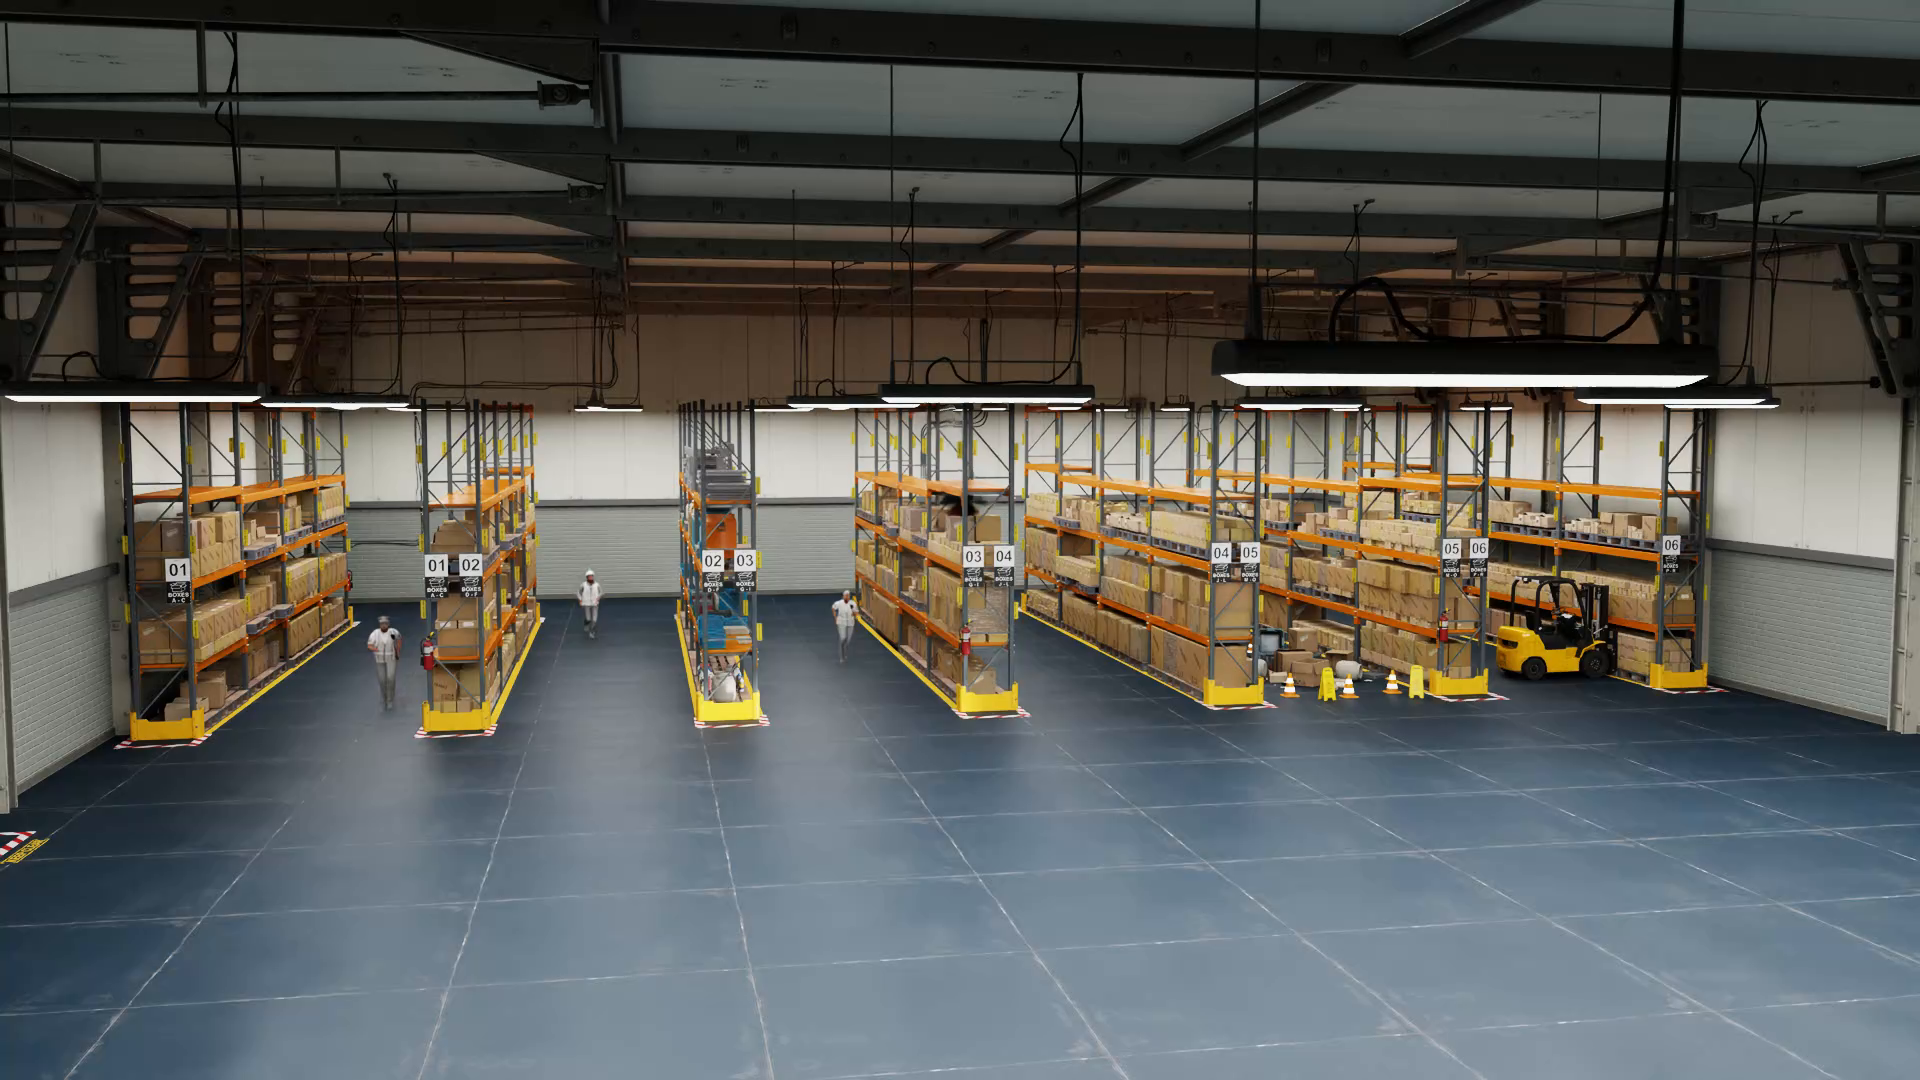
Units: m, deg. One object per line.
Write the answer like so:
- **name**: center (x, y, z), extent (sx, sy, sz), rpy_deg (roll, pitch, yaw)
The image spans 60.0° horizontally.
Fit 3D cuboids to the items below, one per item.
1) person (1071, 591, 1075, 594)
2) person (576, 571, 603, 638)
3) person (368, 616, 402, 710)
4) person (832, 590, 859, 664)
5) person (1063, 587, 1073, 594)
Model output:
- **person**: center (3.604, 1.088, 50.292), extent (0.967, 1.676, 0.623), rpy_deg (0, 4, -2)
- **person**: center (-9.469, 1.652, 42.617), extent (0.658, 1.725, 0.578), rpy_deg (-2, 5, -21)
- **person**: center (-11.283, 2.380, 32.634), extent (0.608, 1.802, 0.909), rpy_deg (-1, 4, -11)
- **person**: center (-2.644, 2.006, 38.542), extent (0.584, 1.701, 0.772), rpy_deg (-1, 5, -19)
- **person**: center (3.201, 1.219, 49.571), extent (0.651, 1.576, 0.581), rpy_deg (2, 5, 28)
